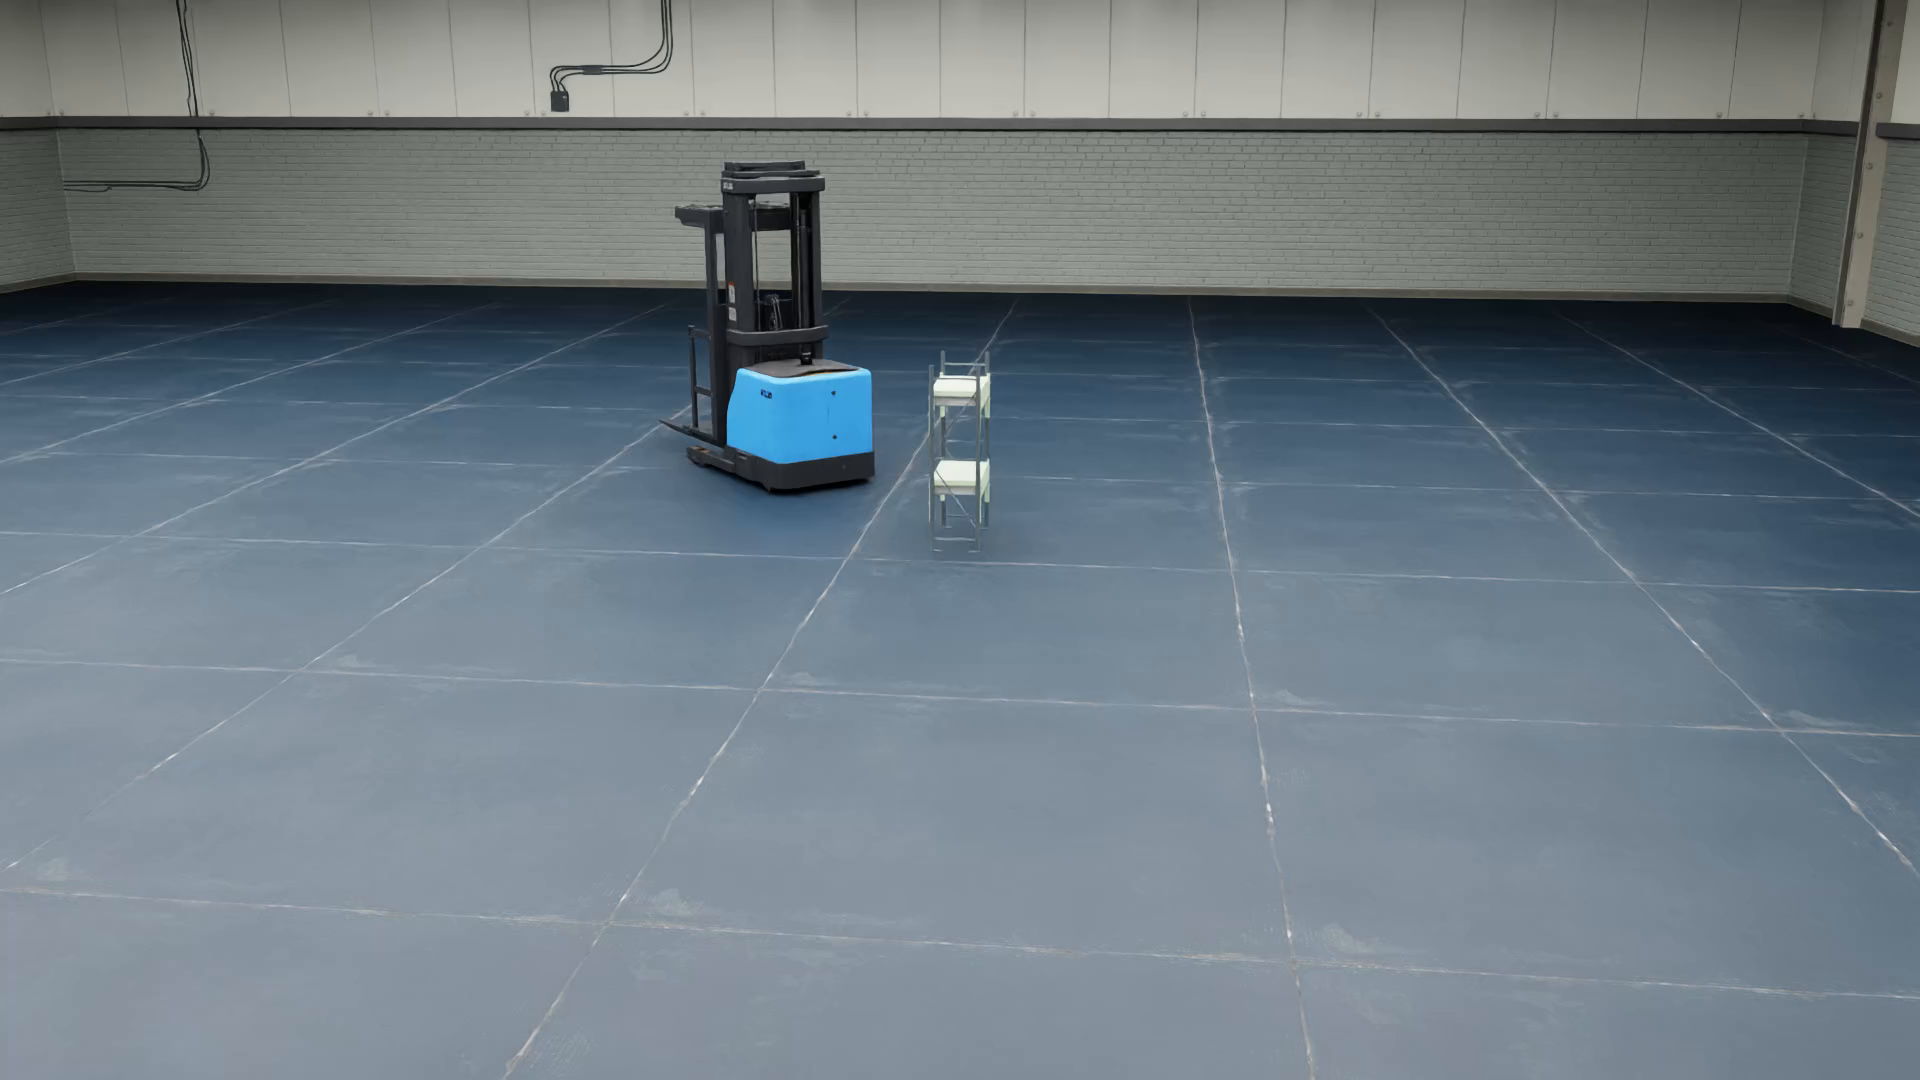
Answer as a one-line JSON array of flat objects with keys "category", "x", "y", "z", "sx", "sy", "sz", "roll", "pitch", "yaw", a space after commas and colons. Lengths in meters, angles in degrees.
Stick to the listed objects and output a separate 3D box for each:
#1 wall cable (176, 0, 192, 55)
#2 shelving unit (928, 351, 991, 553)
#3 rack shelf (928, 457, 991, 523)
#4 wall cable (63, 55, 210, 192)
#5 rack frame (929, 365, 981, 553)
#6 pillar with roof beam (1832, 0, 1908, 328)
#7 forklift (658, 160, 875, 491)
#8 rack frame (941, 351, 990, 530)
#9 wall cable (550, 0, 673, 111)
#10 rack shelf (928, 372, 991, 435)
[{"category": "wall cable", "x": -13.061, "y": -10.212, "z": 30.463, "sx": 3.097, "sy": 2.526, "sz": 0.112, "roll": 2, "pitch": 15, "yaw": 6}, {"category": "shelving unit", "x": 0.001, "y": -0.726, "z": 13.473, "sx": 0.431, "sy": 1.500, "sz": 0.755, "roll": 2, "pitch": 15, "yaw": 6}, {"category": "rack shelf", "x": 0.001, "y": -0.411, "z": 13.558, "sx": 0.431, "sy": 0.370, "sz": 0.720, "roll": 2, "pitch": 15, "yaw": 6}, {"category": "wall cable", "x": -15.749, "y": -7.854, "z": 31.416, "sx": 3.097, "sy": 2.526, "sz": 0.112, "roll": 2, "pitch": 15, "yaw": 6}, {"category": "rack frame", "x": -0.041, "y": -0.631, "z": 13.122, "sx": 0.400, "sy": 1.500, "sz": 0.023, "roll": 2, "pitch": 15, "yaw": 6}, {"category": "pillar with roof beam", "x": 9.626, "y": -7.827, "z": 25.367, "sx": 9.100, "sy": 9.000, "sz": 0.400, "roll": 2, "pitch": 15, "yaw": 6}, {"category": "forklift", "x": -2.050, "y": -2.197, "z": 16.172, "sx": 1.130, "sy": 2.935, "sz": 3.031, "roll": -10, "pitch": 18, "yaw": -33}, {"category": "rack frame", "x": 0.042, "y": -0.821, "z": 13.824, "sx": 0.400, "sy": 1.500, "sz": 0.023, "roll": 2, "pitch": 15, "yaw": 6}, {"category": "wall cable", "x": -6.318, "y": -10.711, "z": 29.518, "sx": 2.305, "sy": 6.003, "sz": 0.169, "roll": 2, "pitch": 15, "yaw": 6}, {"category": "rack shelf", "x": 0.001, "y": -1.102, "z": 13.371, "sx": 0.431, "sy": 0.370, "sz": 0.720, "roll": 2, "pitch": 15, "yaw": 6}]
